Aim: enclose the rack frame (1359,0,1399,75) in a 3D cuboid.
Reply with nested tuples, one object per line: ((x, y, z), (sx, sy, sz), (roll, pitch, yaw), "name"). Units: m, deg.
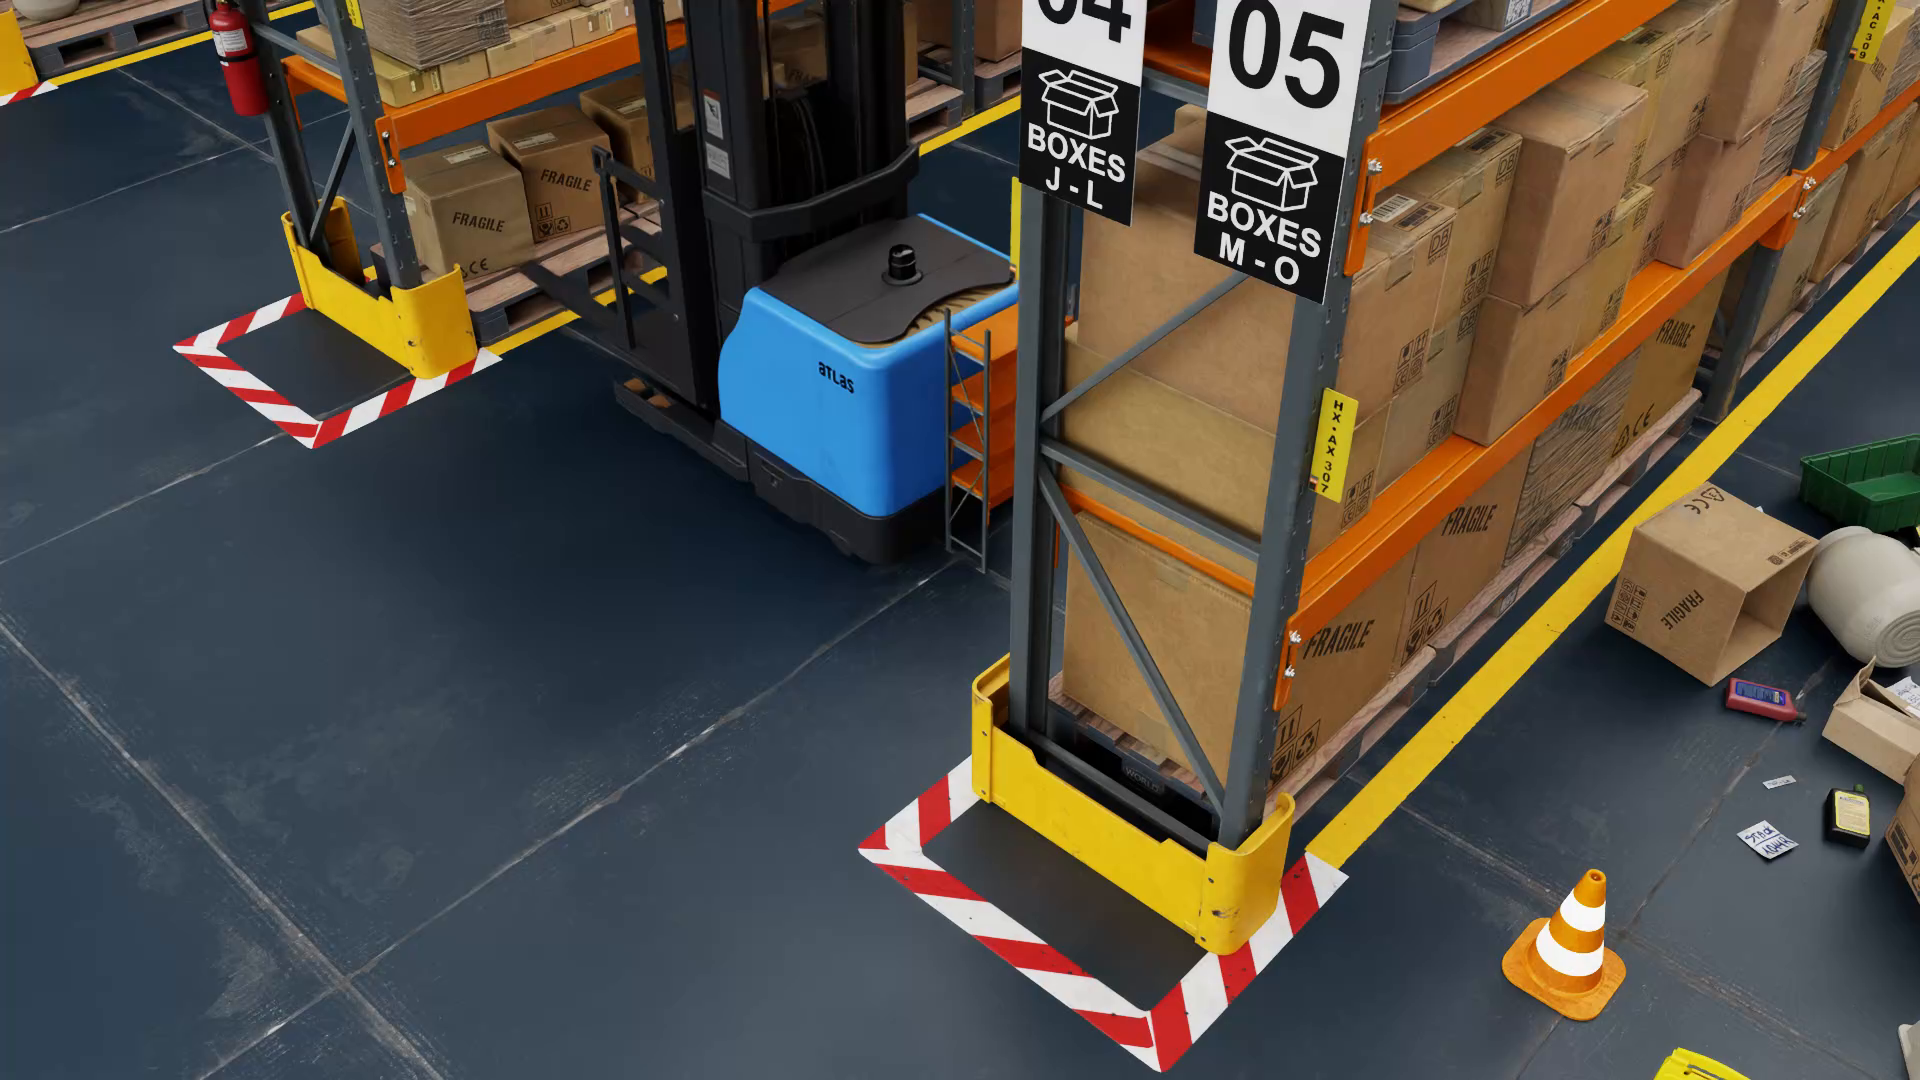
((0.579, -2.462, 3.116), (1.000, 3.000, 0.127), (30, 47, 32), "rack frame")

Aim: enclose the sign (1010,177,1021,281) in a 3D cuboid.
((0.188, -0.894, 4.843), (0.100, 0.325, 0.005), (30, 47, 32), "sign")

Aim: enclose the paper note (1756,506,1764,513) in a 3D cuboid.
((3.493, -0.100, 7.351), (0.147, 0.020, 0.142), (2, 39, 2), "paper note")

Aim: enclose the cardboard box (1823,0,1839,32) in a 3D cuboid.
((3.608, -2.612, 7.242), (0.700, 0.500, 0.500), (29, 47, 31), "cardboard box")

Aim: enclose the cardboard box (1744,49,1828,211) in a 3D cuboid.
((3.038, -1.836, 7.028), (0.875, 0.550, 0.550), (30, 47, 32), "cardboard box")

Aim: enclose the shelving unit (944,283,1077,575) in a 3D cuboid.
((0.202, -0.484, 6.895), (0.503, 1.200, 0.258), (-31, 48, -33), "shelving unit")

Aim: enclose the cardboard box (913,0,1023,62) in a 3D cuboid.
((0.115, -3.547, 10.956), (0.700, 0.500, 0.500), (26, 45, 29), "cardboard box")

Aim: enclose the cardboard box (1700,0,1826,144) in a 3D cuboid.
((2.718, -1.976, 6.337), (0.875, 0.550, 0.550), (30, 47, 32), "cardboard box")

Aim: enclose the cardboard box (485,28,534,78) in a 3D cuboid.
((-2.283, -2.391, 8.048), (0.380, 0.149, 0.250), (30, 47, 32), "cardboard box")

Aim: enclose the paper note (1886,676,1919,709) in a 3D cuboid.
((3.712, 0.606, 6.470), (0.155, 0.023, 0.172), (-18, 42, -21), "paper note")

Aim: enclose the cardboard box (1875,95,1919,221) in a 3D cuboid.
((4.912, -2.428, 9.363), (1.050, 0.750, 0.750), (30, 48, 32), "cardboard box")

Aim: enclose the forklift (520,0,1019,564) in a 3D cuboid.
((-1.012, -1.867, 7.244), (1.130, 2.935, 3.031), (-31, 48, -33), "forklift")

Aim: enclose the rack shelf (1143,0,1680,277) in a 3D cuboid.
((1.928, -1.925, 5.429), (1.077, 0.370, 4.000), (30, 47, 32), "rack shelf")

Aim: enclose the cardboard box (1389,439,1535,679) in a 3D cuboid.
((1.580, -0.191, 6.450), (0.875, 0.875, 0.875), (29, 47, 31), "cardboard box")

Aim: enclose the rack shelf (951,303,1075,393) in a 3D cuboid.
((0.202, -0.792, 6.650), (0.480, 0.148, 0.258), (-31, 48, -33), "rack shelf")

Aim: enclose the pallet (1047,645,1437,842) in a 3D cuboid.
((1.061, 0.578, 6.354), (1.003, 0.211, 1.213), (30, 47, 32), "pallet")

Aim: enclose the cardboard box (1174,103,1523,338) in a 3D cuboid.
((1.161, -1.041, 5.161), (0.875, 0.550, 0.550), (30, 47, 32), "cardboard box")

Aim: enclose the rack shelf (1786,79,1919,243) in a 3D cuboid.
((4.627, -2.589, 8.673), (1.077, 0.370, 4.000), (30, 47, 32), "rack shelf")

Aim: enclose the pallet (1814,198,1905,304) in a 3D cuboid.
((4.566, -1.809, 9.356), (1.003, 0.211, 1.213), (30, 47, 32), "pallet")

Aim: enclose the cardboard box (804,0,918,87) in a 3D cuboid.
((-0.615, -3.100, 10.409), (0.500, 0.500, 0.500), (28, 46, 31), "cardboard box")

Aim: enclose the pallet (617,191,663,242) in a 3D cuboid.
((-1.565, -2.103, 9.725), (1.003, 0.211, 1.213), (30, 47, 32), "pallet")

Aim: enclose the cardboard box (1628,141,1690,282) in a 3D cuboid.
((2.232, -1.375, 6.448), (0.875, 0.550, 0.550), (30, 47, 32), "cardboard box")

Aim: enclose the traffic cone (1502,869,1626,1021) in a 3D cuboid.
((1.986, 1.231, 5.330), (0.336, 0.463, 0.334), (30, 47, 32), "traffic cone")

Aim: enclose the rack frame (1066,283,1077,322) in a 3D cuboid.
((0.376, -0.591, 7.029), (0.015, 1.200, 0.240), (-31, 48, -33), "rack frame")

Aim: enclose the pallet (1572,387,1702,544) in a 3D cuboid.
((2.707, -0.543, 7.764), (1.003, 0.211, 1.213), (30, 47, 32), "pallet")

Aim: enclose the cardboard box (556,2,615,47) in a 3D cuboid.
((-1.956, -2.626, 8.344), (0.380, 0.149, 0.250), (30, 47, 32), "cardboard box")

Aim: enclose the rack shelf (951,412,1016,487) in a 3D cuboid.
((0.202, -0.431, 6.937), (0.480, 0.148, 0.258), (-31, 48, -33), "rack shelf")

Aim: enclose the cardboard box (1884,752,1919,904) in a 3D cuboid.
((3.617, 1.025, 5.556), (0.797, 0.503, 0.637), (2, 39, 2), "cardboard box")

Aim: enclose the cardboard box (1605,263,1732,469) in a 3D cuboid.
((2.802, -1.025, 7.498), (0.875, 0.875, 0.875), (30, 48, 32), "cardboard box")

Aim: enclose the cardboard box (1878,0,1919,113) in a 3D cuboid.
((4.171, -2.351, 7.717), (0.500, 0.500, 0.500), (30, 47, 32), "cardboard box")

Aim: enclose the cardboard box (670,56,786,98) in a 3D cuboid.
((-1.356, -2.515, 9.674), (0.500, 0.500, 0.500), (25, 45, 28), "cardboard box")

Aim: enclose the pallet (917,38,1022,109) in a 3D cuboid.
((0.209, -3.347, 11.290), (1.003, 0.211, 1.213), (30, 47, 32), "pallet")

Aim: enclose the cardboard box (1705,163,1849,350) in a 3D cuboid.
((3.630, -1.558, 8.270), (1.050, 0.750, 0.750), (29, 47, 32), "cardboard box")

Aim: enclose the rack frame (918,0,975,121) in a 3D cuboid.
((-0.315, -4.080, 9.972), (1.000, 3.000, 0.127), (30, 47, 32), "rack frame")

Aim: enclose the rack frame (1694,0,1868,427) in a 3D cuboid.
((3.278, -1.951, 7.294), (1.000, 3.000, 0.127), (30, 47, 32), "rack frame")

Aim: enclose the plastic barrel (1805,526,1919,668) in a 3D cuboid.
((3.645, 0.222, 6.630), (0.421, 0.421, 0.512), (-5, 39, -6), "plastic barrel")

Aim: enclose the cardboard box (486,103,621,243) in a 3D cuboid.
((-2.202, -1.998, 9.023), (0.500, 0.500, 0.500), (-22, 43, -25), "cardboard box")

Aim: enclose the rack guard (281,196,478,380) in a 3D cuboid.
((-2.963, -1.299, 8.482), (1.175, 0.500, 0.348), (30, 47, 32), "rack guard")

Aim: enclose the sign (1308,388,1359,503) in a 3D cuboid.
((0.985, -0.248, 4.392), (0.100, 0.325, 0.005), (30, 47, 32), "sign")

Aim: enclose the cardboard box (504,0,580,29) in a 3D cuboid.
((-2.374, -2.920, 8.192), (0.875, 0.500, 0.500), (30, 47, 32), "cardboard box")

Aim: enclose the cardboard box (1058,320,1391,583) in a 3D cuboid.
((0.796, -0.362, 5.175), (0.875, 0.550, 0.550), (30, 47, 32), "cardboard box")

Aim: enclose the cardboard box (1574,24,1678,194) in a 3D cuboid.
((1.901, -1.539, 5.787), (0.875, 0.550, 0.500), (30, 47, 32), "cardboard box")

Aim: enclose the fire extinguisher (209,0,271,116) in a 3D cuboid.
((-3.431, -2.353, 7.862), (0.296, 0.674, 0.183), (30, 47, 32), "fire extinguisher")

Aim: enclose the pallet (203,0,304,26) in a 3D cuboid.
((-5.278, -4.215, 12.381), (1.003, 0.211, 1.213), (30, 47, 32), "pallet")

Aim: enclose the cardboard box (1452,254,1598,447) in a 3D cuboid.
((1.621, -0.828, 5.761), (0.875, 0.550, 0.550), (30, 47, 32), "cardboard box")

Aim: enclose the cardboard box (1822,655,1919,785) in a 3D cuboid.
((3.478, 0.682, 6.179), (0.258, 0.266, 0.396), (-26, 45, -29), "cardboard box")

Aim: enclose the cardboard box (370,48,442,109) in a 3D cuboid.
((-2.646, -2.175, 7.777), (0.380, 0.149, 0.250), (30, 47, 32), "cardboard box")

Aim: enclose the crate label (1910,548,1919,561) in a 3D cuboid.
((4.009, 0.149, 6.953), (0.298, 0.136, 0.250), (2, 39, 2), "crate label")

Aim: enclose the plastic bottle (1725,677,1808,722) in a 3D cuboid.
((3.113, 0.623, 6.417), (0.283, 0.061, 0.133), (14, 41, 17), "plastic bottle")

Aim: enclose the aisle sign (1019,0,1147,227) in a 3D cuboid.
((0.310, -1.225, 4.291), (0.394, 0.787, 0.004), (30, 47, 32), "aisle sign")

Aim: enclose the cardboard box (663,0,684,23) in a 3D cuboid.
((-1.562, -2.824, 8.593), (0.380, 0.149, 0.250), (30, 47, 32), "cardboard box")
